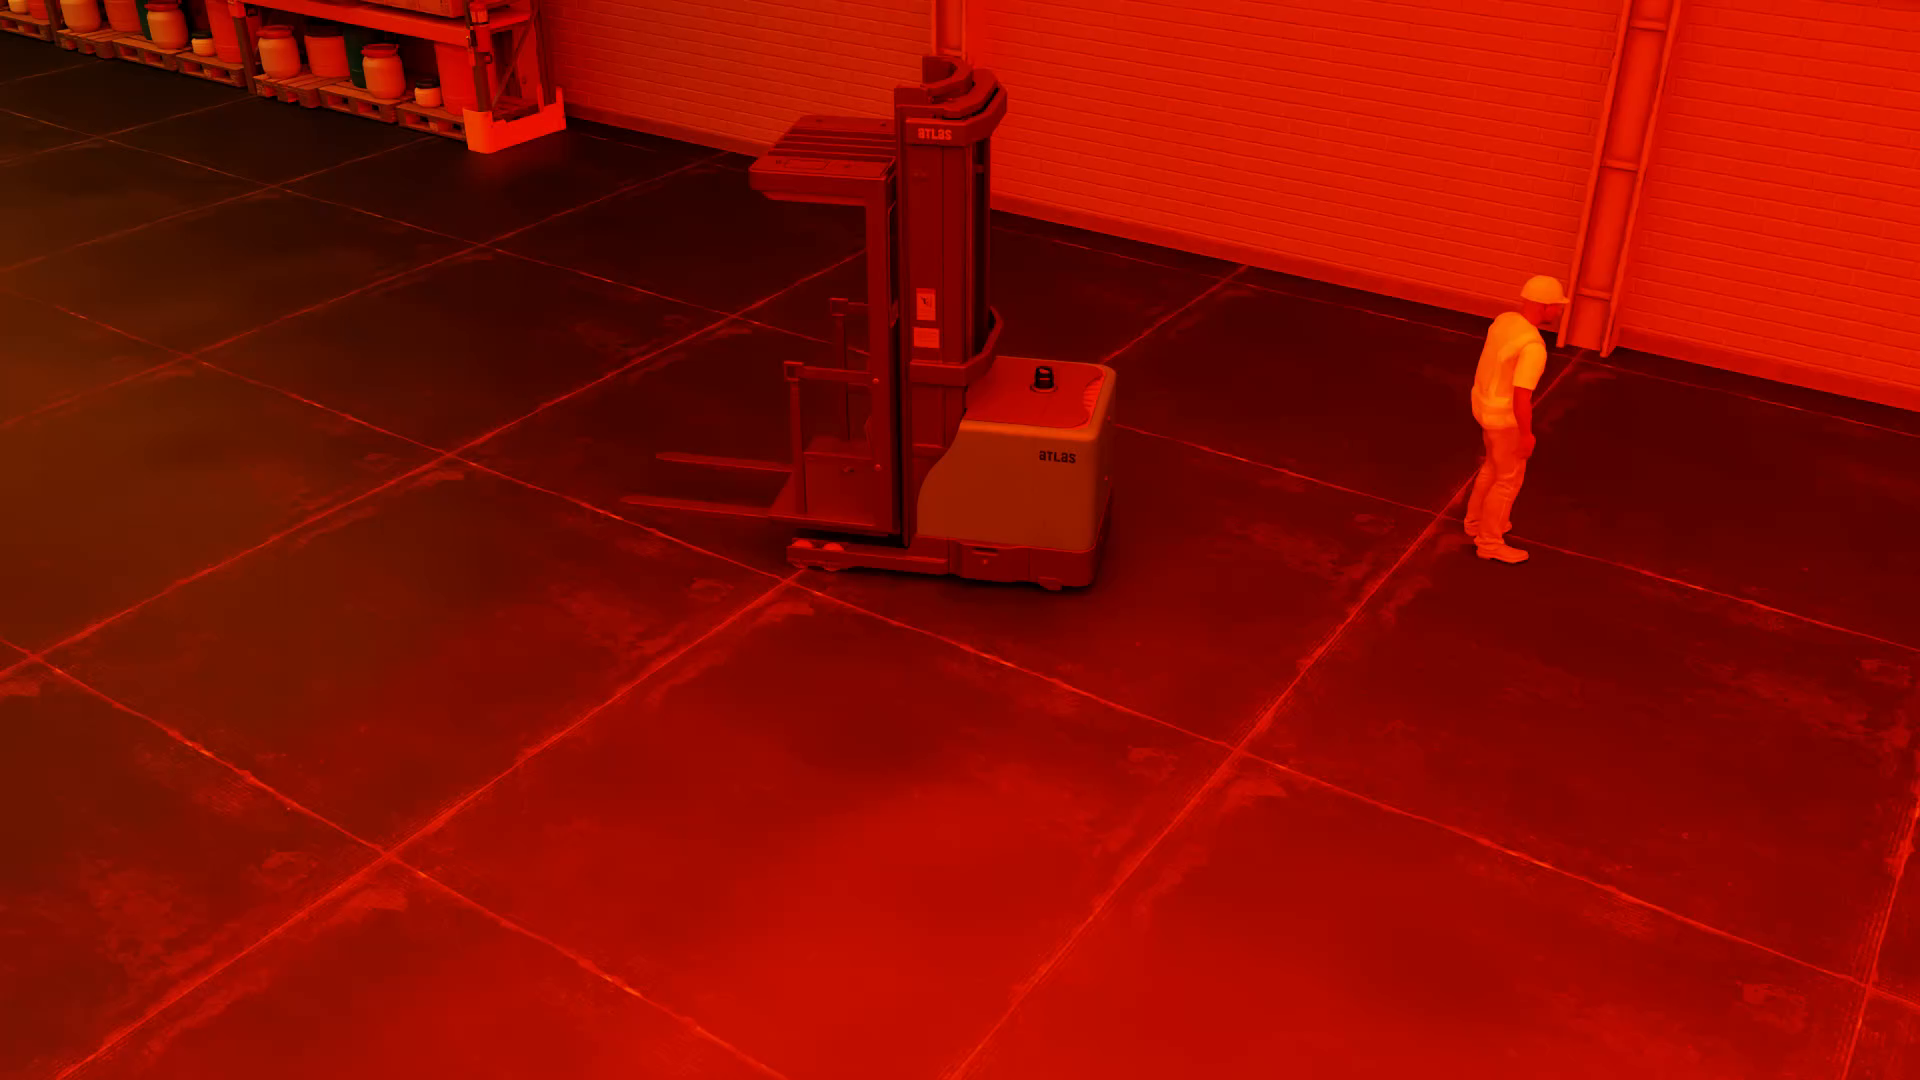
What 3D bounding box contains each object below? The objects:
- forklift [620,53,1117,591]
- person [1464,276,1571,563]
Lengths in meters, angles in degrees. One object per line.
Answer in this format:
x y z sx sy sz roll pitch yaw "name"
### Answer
-0.596 -1.330 9.871 3.031 2.935 1.130 6 31 10 "forklift"
3.330 -0.752 10.048 0.461 1.759 0.629 -1 30 -1 "person"
